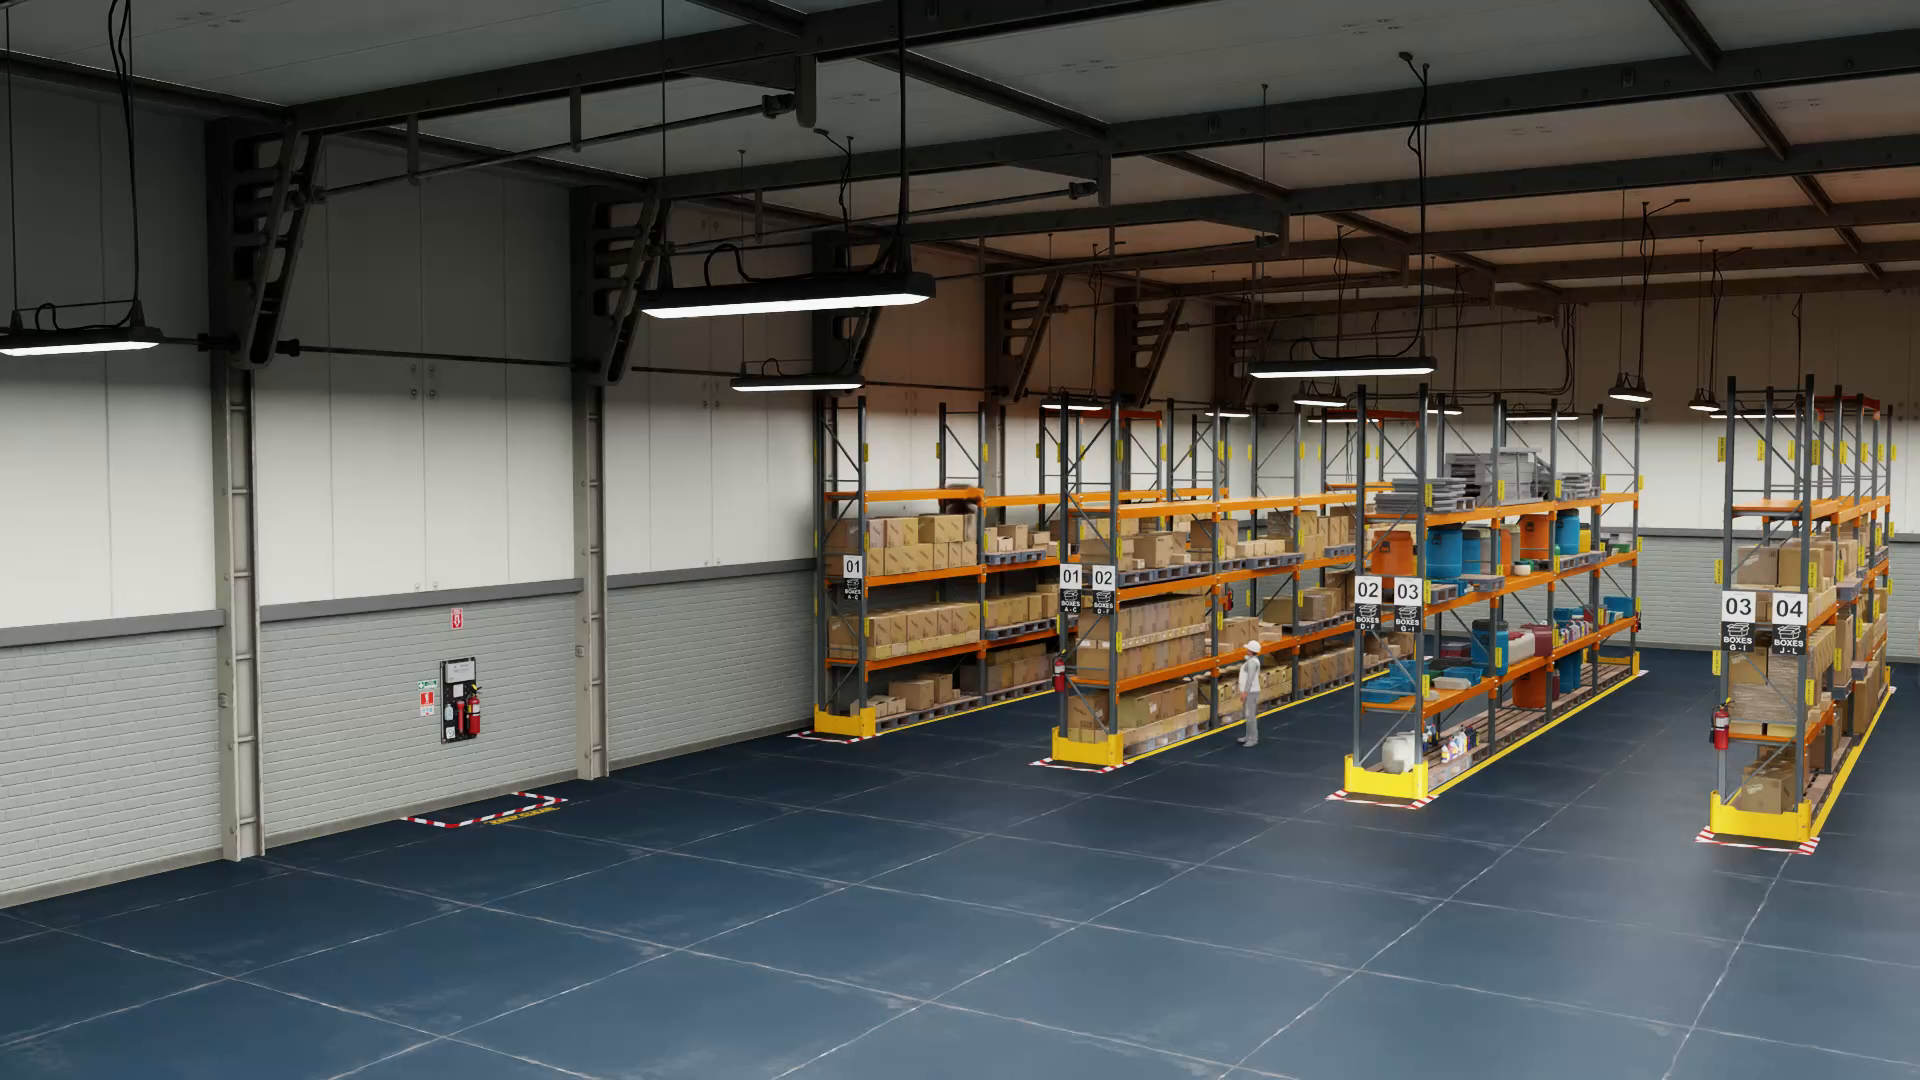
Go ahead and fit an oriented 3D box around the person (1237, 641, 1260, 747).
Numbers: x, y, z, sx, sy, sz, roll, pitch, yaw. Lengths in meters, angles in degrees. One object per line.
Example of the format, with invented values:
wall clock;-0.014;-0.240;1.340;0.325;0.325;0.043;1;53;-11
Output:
person;4.969;2.627;28.569;0.415;1.807;0.538;0;3;-4
